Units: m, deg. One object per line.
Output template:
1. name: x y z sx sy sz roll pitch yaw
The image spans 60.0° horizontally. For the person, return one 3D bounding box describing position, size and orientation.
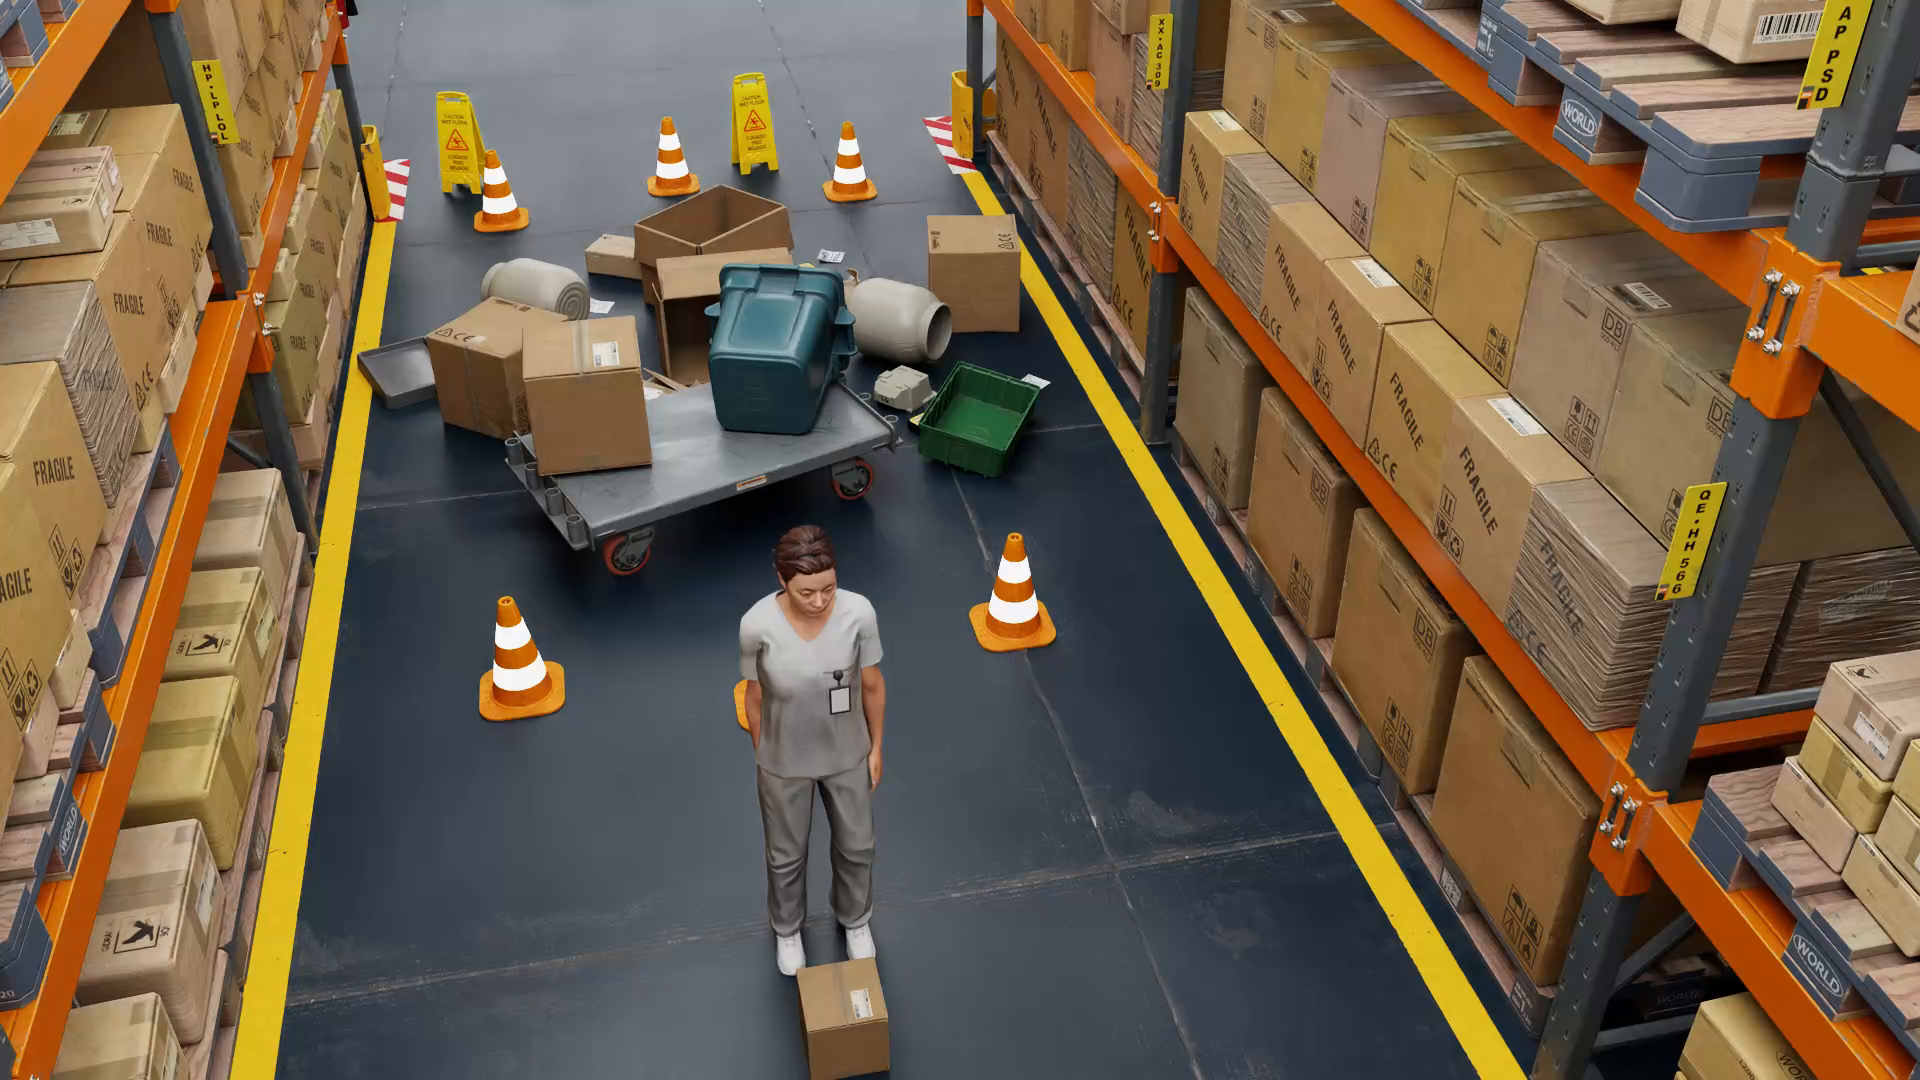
1. person: -0.444 0.658 5.196 0.440 1.678 0.365 -7 35 -9
